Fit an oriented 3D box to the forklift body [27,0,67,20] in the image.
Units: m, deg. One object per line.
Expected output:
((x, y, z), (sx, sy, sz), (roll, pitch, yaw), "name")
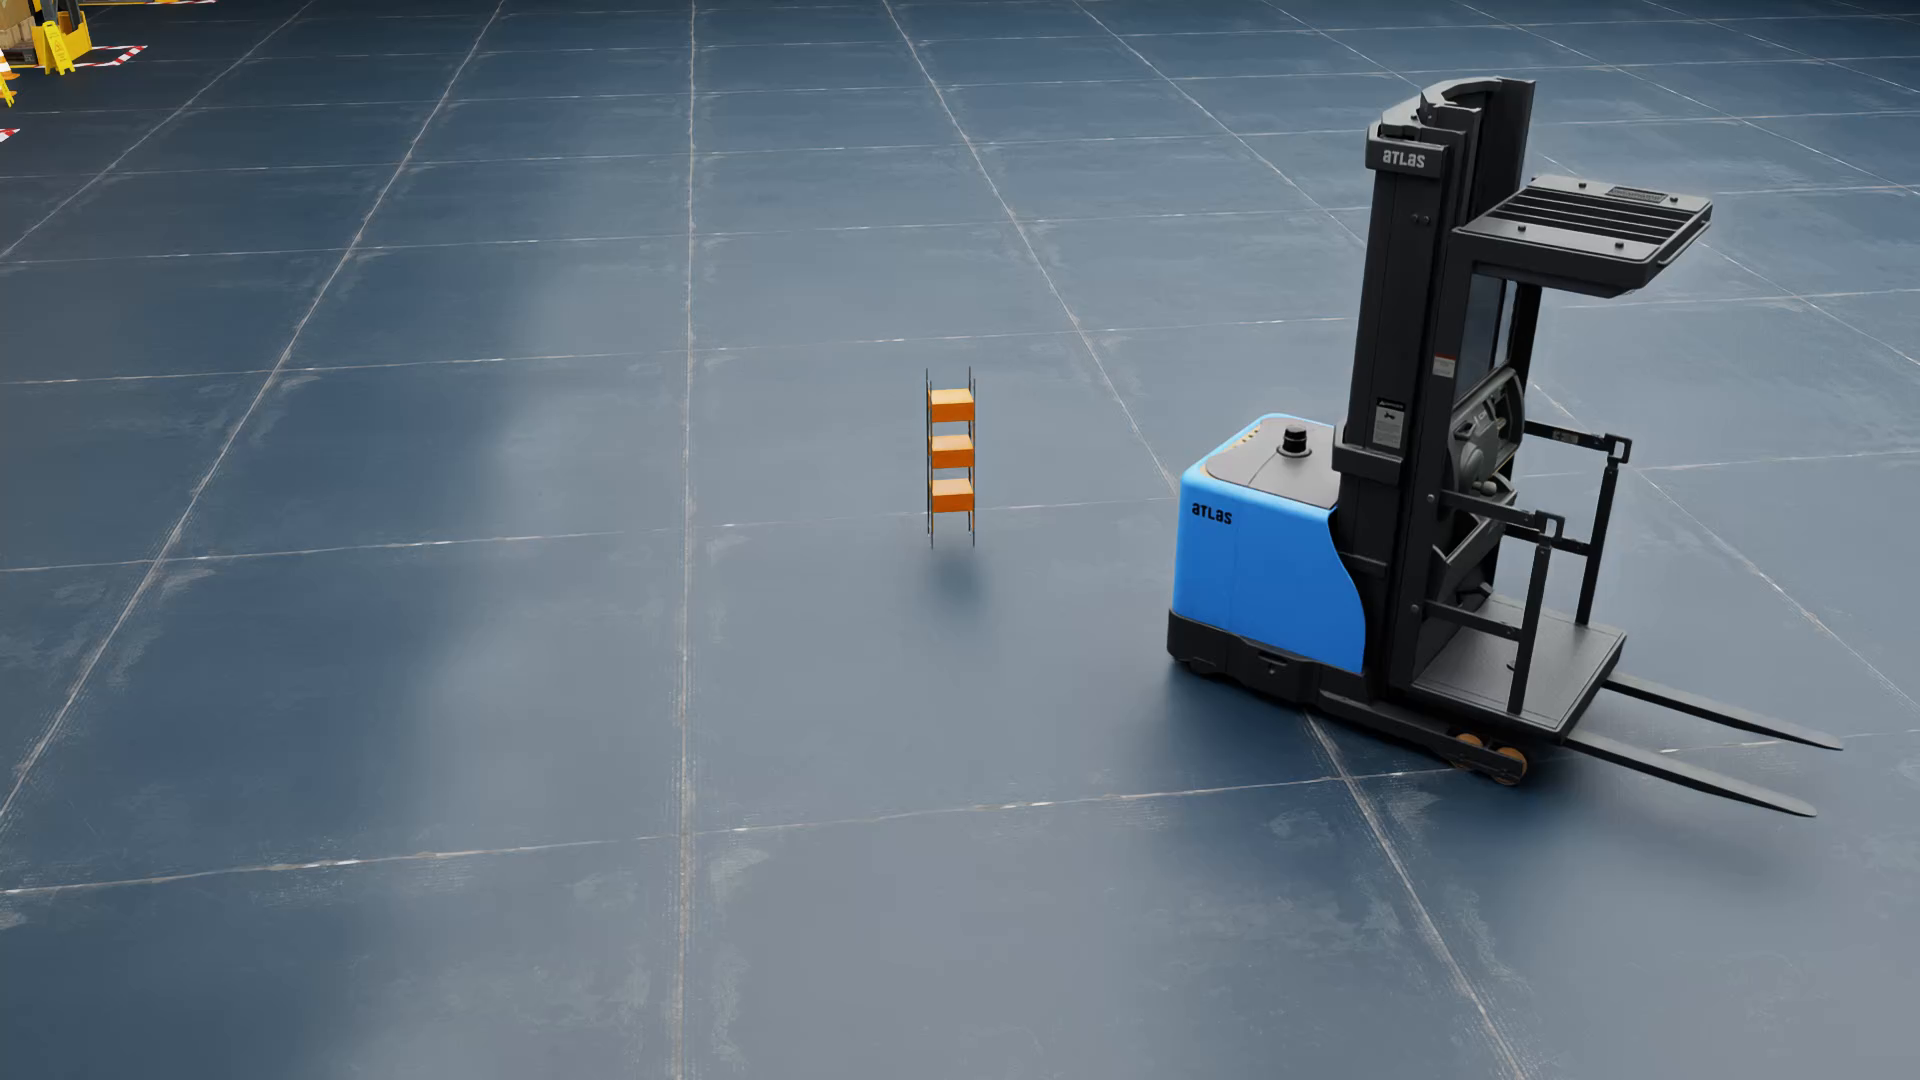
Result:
((-14.317, -8.785, 24.515), (1.214, 2.155, 2.313), (-4, 27, -7), "forklift body")

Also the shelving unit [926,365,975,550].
((-0.053, -0.464, 9.504), (0.252, 1.050, 0.215), (-4, 27, -7), "shelving unit")

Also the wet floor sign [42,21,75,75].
((-11.661, -6.345, 21.409), (0.232, 0.644, 0.267), (6, 28, 11), "wet floor sign")

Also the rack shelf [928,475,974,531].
((-0.053, -0.207, 9.635), (0.240, 0.259, 0.215), (-4, 27, -7), "rack shelf")

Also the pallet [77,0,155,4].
((-13.445, -8.800, 26.668), (1.213, 0.211, 1.003), (-4, 27, -7), "pallet")

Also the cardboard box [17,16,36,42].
((-12.836, -6.901, 22.466), (0.500, 0.250, 0.500), (-4, 27, -8), "cardboard box")

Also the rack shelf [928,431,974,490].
((-0.053, -0.454, 9.509), (0.240, 0.259, 0.215), (-4, 27, -7), "rack shelf")

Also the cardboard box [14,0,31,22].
((-12.859, -7.233, 22.292), (0.500, 0.500, 0.500), (-5, 28, -9), "cardboard box")

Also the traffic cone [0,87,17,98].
((-11.753, -5.645, 20.244), (0.334, 0.463, 0.336), (-4, 27, -7), "traffic cone")

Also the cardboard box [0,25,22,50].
((-12.785, -6.653, 21.982), (0.500, 0.250, 0.500), (-4, 27, -7), "cardboard box")

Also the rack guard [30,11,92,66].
((-12.073, -6.747, 22.352), (0.348, 0.500, 1.175), (-4, 27, -7), "rack guard")

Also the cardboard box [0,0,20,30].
((-12.755, -6.992, 21.822), (0.500, 0.500, 0.500), (-4, 27, -7), "cardboard box")

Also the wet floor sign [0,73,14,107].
((-11.456, -5.482, 19.728), (0.232, 0.644, 0.267), (-8, 28, -16), "wet floor sign")

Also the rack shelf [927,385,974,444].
((-0.053, -0.707, 9.379), (0.240, 0.259, 0.215), (-4, 27, -7), "rack shelf")

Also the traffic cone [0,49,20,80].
((-12.244, -6.125, 21.180), (0.334, 0.463, 0.336), (-4, 27, -7), "traffic cone")

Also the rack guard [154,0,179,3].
((-12.670, -8.997, 26.737), (0.348, 0.500, 1.175), (-4, 27, -7), "rack guard")

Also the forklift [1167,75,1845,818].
((2.554, -0.465, 7.445), (3.031, 2.935, 1.130), (18, 32, 31), "forklift")

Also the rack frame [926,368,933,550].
((-0.174, -0.456, 9.489), (0.008, 1.050, 0.200), (-4, 27, -7), "rack frame")

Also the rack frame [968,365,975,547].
((0.068, -0.471, 9.519), (0.008, 1.050, 0.200), (-4, 27, -7), "rack frame")

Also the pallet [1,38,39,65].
((-12.883, -6.583, 22.348), (1.213, 0.211, 1.003), (-4, 27, -7), "pallet")

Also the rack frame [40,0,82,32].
((-11.998, -7.864, 21.791), (0.127, 3.000, 1.000), (-4, 27, -7), "rack frame")
